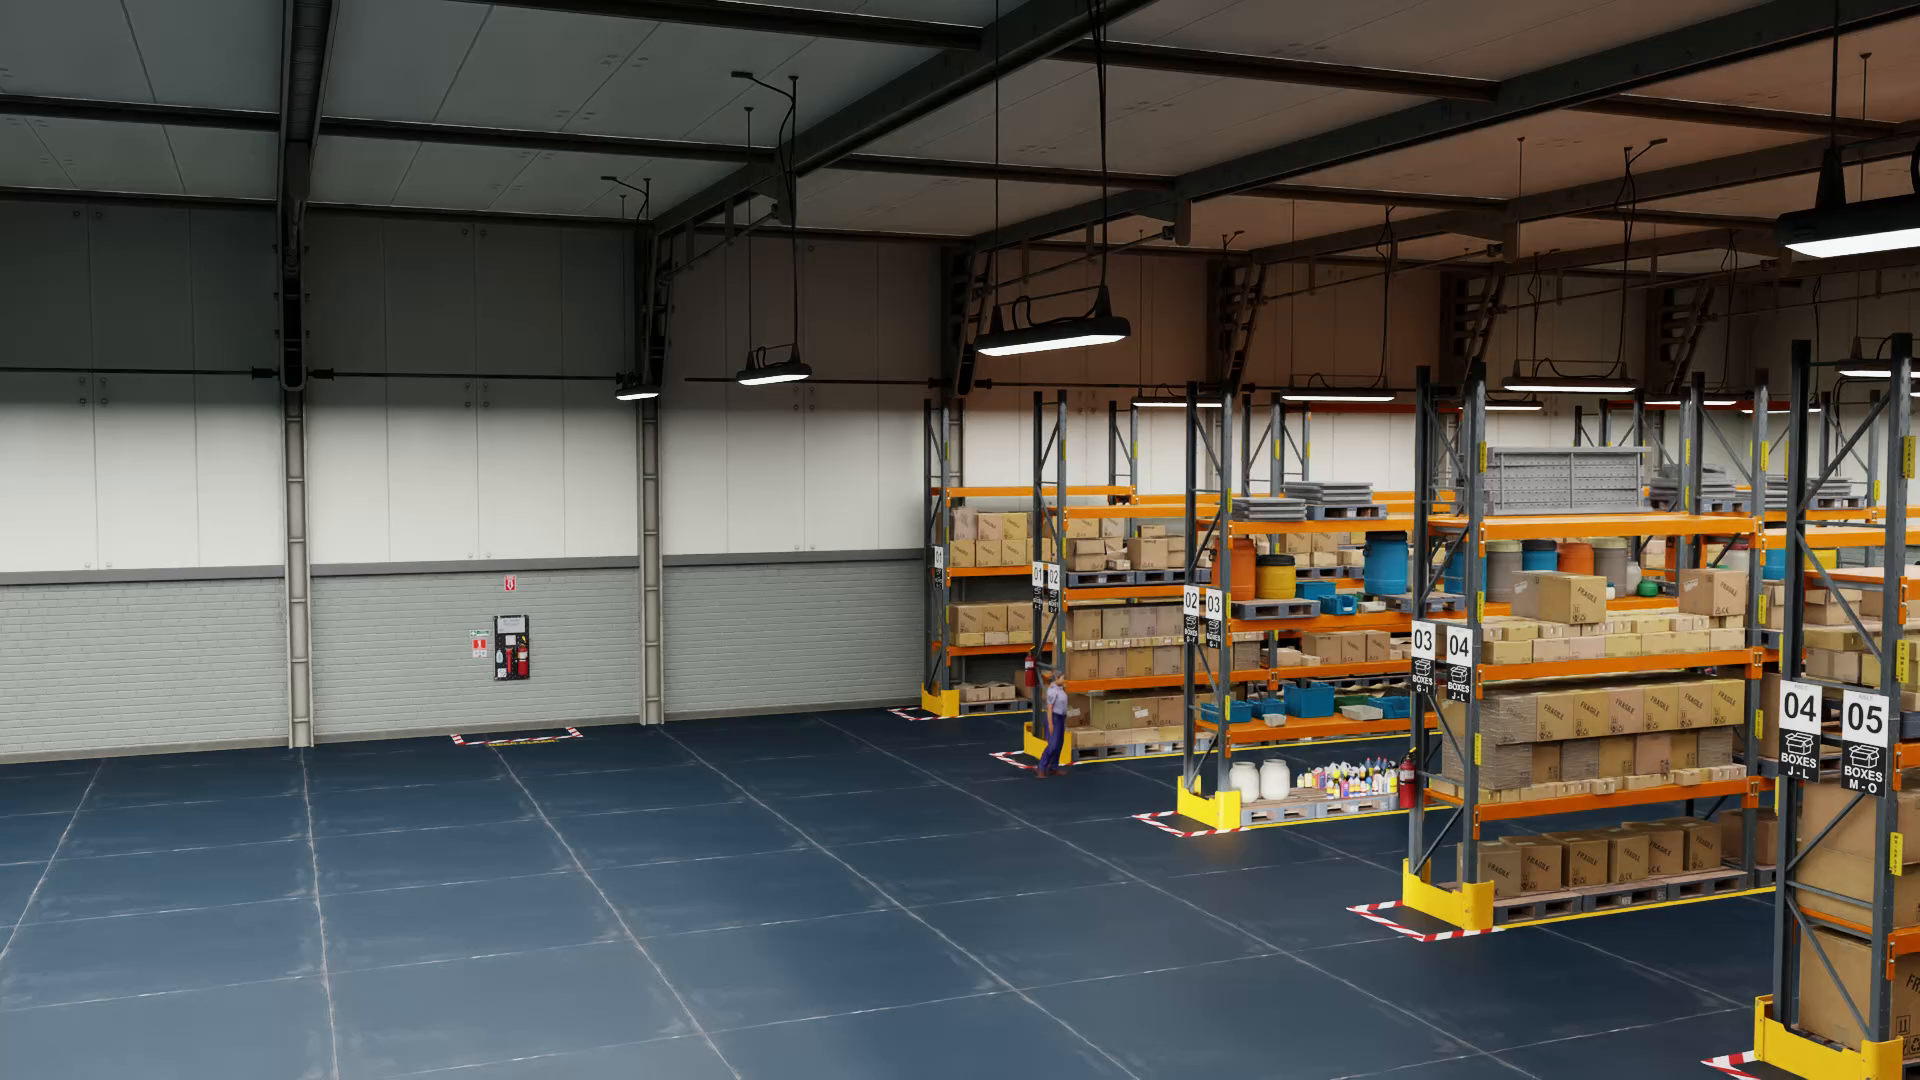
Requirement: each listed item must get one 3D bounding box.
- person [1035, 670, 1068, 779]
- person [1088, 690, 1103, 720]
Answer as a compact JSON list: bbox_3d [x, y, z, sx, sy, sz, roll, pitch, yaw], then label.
[{"bbox_3d":[1.424,2.858,25.722,0.446,1.673,0.577,1,4,19],"label":"person"},{"bbox_3d":[2.405,2.611,30.124,0.576,1.573,0.611,-1,4,-22],"label":"person"}]
